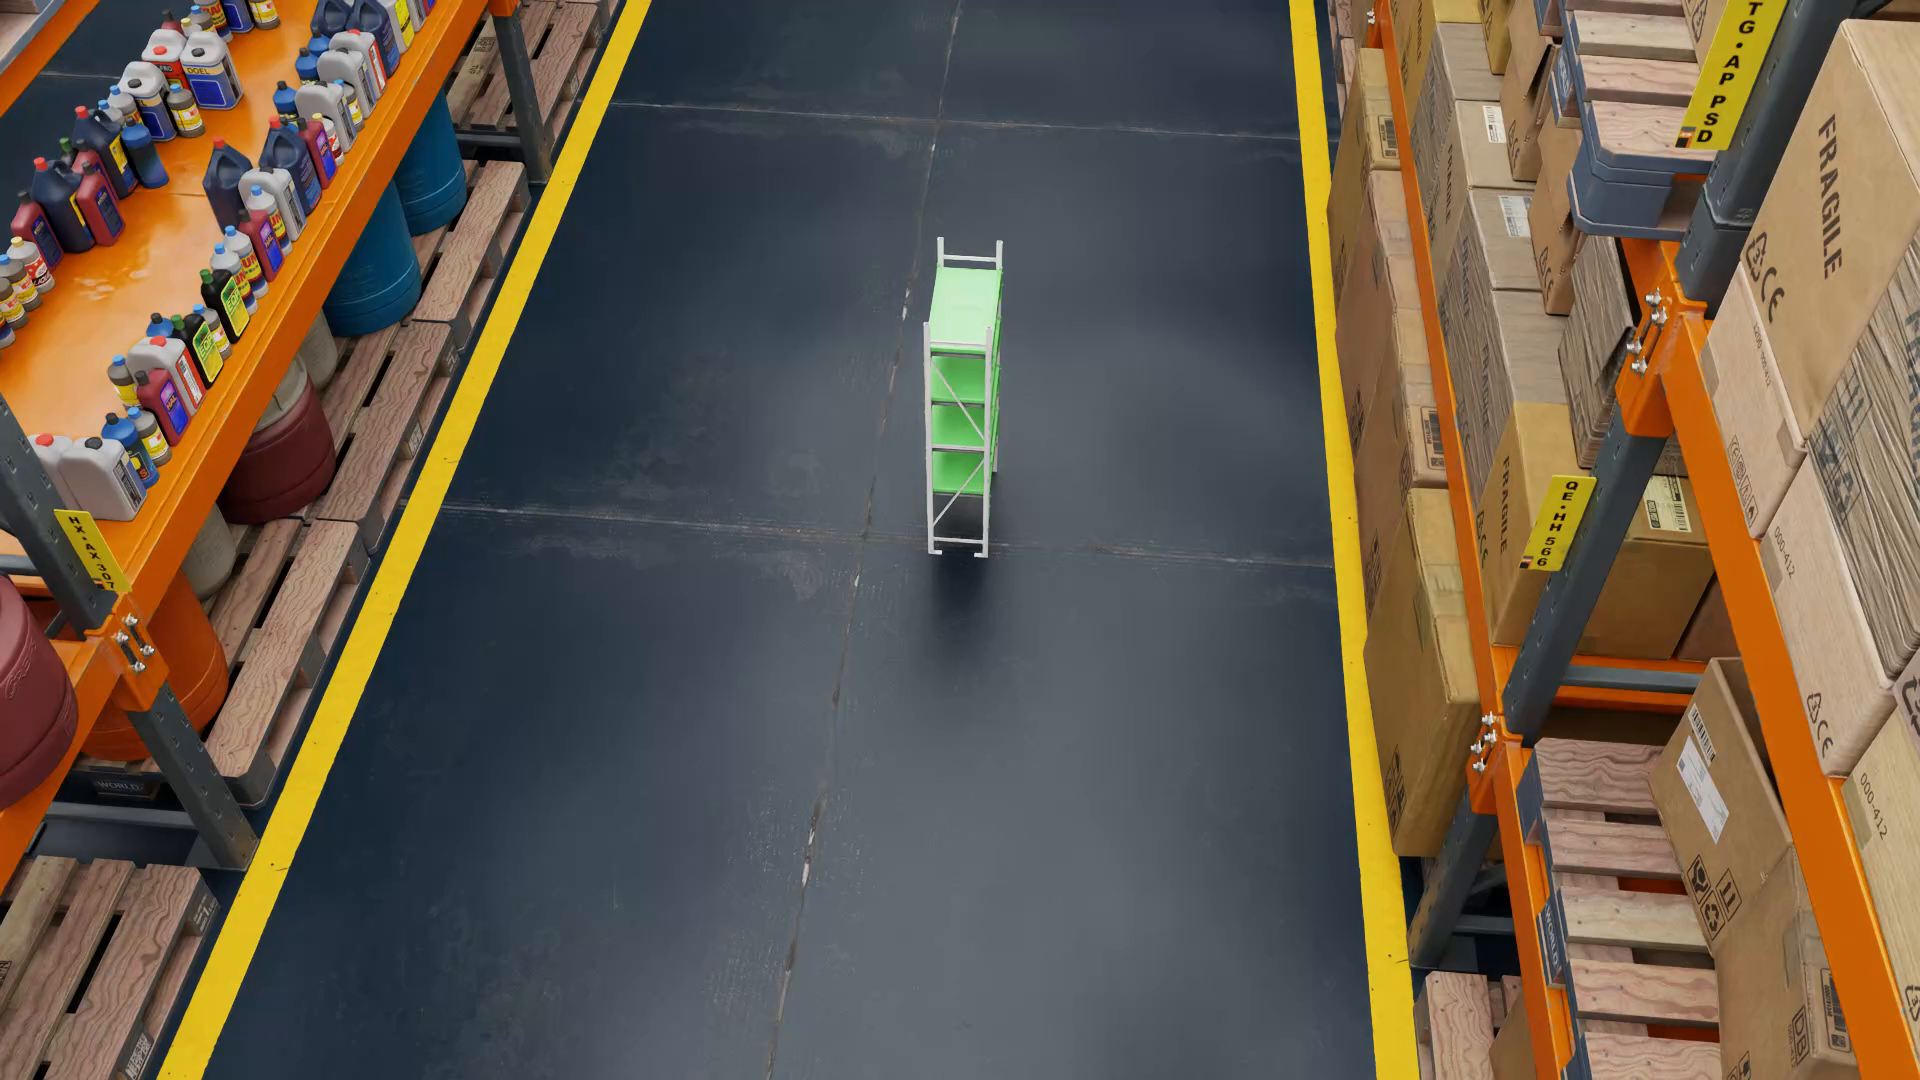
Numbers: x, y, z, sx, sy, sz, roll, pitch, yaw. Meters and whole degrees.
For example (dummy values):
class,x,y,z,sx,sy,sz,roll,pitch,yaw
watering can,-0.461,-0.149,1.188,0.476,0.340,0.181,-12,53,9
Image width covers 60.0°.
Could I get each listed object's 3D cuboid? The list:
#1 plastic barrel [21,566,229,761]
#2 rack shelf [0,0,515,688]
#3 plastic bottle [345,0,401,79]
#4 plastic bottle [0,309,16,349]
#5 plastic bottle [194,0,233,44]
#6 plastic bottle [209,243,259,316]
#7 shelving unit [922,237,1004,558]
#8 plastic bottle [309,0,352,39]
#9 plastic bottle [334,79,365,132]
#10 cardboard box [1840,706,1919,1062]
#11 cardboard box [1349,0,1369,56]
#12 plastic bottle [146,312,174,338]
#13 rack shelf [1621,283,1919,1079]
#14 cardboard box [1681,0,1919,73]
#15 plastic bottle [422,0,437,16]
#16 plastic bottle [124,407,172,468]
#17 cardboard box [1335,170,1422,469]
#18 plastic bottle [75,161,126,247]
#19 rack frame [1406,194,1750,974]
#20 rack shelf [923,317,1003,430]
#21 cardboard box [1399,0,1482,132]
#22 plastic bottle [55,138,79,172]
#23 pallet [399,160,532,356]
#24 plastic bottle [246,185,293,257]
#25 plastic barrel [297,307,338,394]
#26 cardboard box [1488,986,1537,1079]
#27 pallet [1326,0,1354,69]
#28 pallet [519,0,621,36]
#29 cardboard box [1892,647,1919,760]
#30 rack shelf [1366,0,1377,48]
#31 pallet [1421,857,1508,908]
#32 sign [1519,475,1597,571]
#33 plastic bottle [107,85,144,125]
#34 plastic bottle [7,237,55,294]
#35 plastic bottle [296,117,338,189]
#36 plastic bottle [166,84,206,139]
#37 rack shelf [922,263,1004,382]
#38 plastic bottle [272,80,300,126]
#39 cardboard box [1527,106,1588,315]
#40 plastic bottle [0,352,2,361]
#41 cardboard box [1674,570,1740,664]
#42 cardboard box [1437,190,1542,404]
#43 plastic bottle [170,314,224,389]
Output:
class,x,y,z,sx,sy,sz,roll,pitch,yaw
plastic barrel,-2.919,0.285,5.668,0.600,0.830,0.708,4,48,4
rack shelf,-2.765,-1.172,6.302,1.077,0.370,4.000,4,48,4
plastic bottle,-2.357,-2.034,6.637,0.144,0.351,0.185,4,48,4
plastic bottle,-3.250,-0.767,5.531,0.097,0.271,0.097,0,48,0
plastic bottle,-3.075,-2.174,6.819,0.097,0.271,0.097,0,48,0
plastic bottle,-2.472,-0.888,5.643,0.097,0.271,0.097,0,48,0
shelving unit,0.015,-0.527,6.444,0.258,1.200,0.503,4,48,4
plastic bottle,-2.501,-2.044,6.646,0.144,0.351,0.185,4,48,4
plastic bottle,-2.371,-1.681,6.415,0.097,0.201,0.097,0,48,0
cardboard box,1.605,0.510,2.345,0.500,0.250,0.500,5,48,4
cardboard box,2.572,-3.117,8.749,0.875,0.875,0.875,4,48,4
plastic bottle,-2.566,-0.625,5.402,0.097,0.271,0.097,0,48,0
rack shelf,1.803,1.088,2.202,1.077,0.370,4.000,4,48,4
cardboard box,1.969,-1.254,3.502,0.797,0.503,0.637,6,48,6
plastic bottle,-2.272,-2.360,6.981,0.061,0.283,0.133,4,48,4
plastic bottle,-2.539,-0.329,5.179,0.097,0.201,0.097,0,48,0
cardboard box,2.231,-0.847,6.673,1.225,0.875,0.875,2,48,2
plastic bottle,-3.070,-1.197,5.917,0.061,0.283,0.133,4,48,4
rack frame,1.986,0.388,4.388,1.000,3.000,0.127,4,48,4
rack shelf,0.015,-0.645,6.314,0.258,0.148,0.480,4,48,4
cardboard box,2.014,-1.894,6.408,0.500,0.500,0.500,4,48,4
plastic bottle,-3.202,-1.305,6.016,0.061,0.283,0.133,4,48,4
pallet,-2.694,-1.379,7.894,1.003,0.211,1.213,4,48,4
plastic bottle,-2.442,-1.130,5.864,0.097,0.271,0.097,0,48,0
plastic barrel,-2.854,-0.858,6.930,0.421,0.512,0.421,0,48,0
cardboard box,1.944,1.577,4.696,0.700,0.500,0.500,2,48,1
pallet,2.606,-3.062,9.434,1.003,0.211,1.213,4,48,4
pallet,-2.445,-3.385,9.729,1.003,0.211,1.213,4,48,4
cardboard box,1.598,0.244,2.081,0.500,0.500,0.500,3,48,2
rack shelf,2.532,-3.778,8.686,1.077,0.370,4.000,4,48,4
pallet,2.132,0.755,5.942,1.003,0.211,1.213,4,48,4
sign,1.433,-0.037,3.993,0.100,0.325,0.005,4,48,4
plastic bottle,-3.147,-1.592,6.286,0.097,0.271,0.097,0,48,0
plastic bottle,-3.223,-0.958,5.754,0.097,0.201,0.097,0,48,0
plastic bottle,-2.385,-1.452,6.150,0.061,0.283,0.133,4,48,4
plastic bottle,-2.983,-1.657,6.393,0.097,0.201,0.097,0,48,0
rack shelf,0.015,-0.807,6.137,0.258,0.148,0.480,4,48,4
plastic bottle,-2.535,-1.616,6.308,0.097,0.271,0.097,0,48,0
cardboard box,2.130,-0.999,4.909,0.797,0.503,0.637,5,48,4
plastic bottle,-3.258,-0.671,5.492,0.097,0.201,0.097,0,48,0
cardboard box,2.301,0.016,4.661,0.500,0.500,0.500,5,48,5
cardboard box,1.879,-0.772,5.382,0.500,0.500,0.500,2,48,2
plastic bottle,-2.486,-0.637,5.405,0.061,0.283,0.133,4,48,4
